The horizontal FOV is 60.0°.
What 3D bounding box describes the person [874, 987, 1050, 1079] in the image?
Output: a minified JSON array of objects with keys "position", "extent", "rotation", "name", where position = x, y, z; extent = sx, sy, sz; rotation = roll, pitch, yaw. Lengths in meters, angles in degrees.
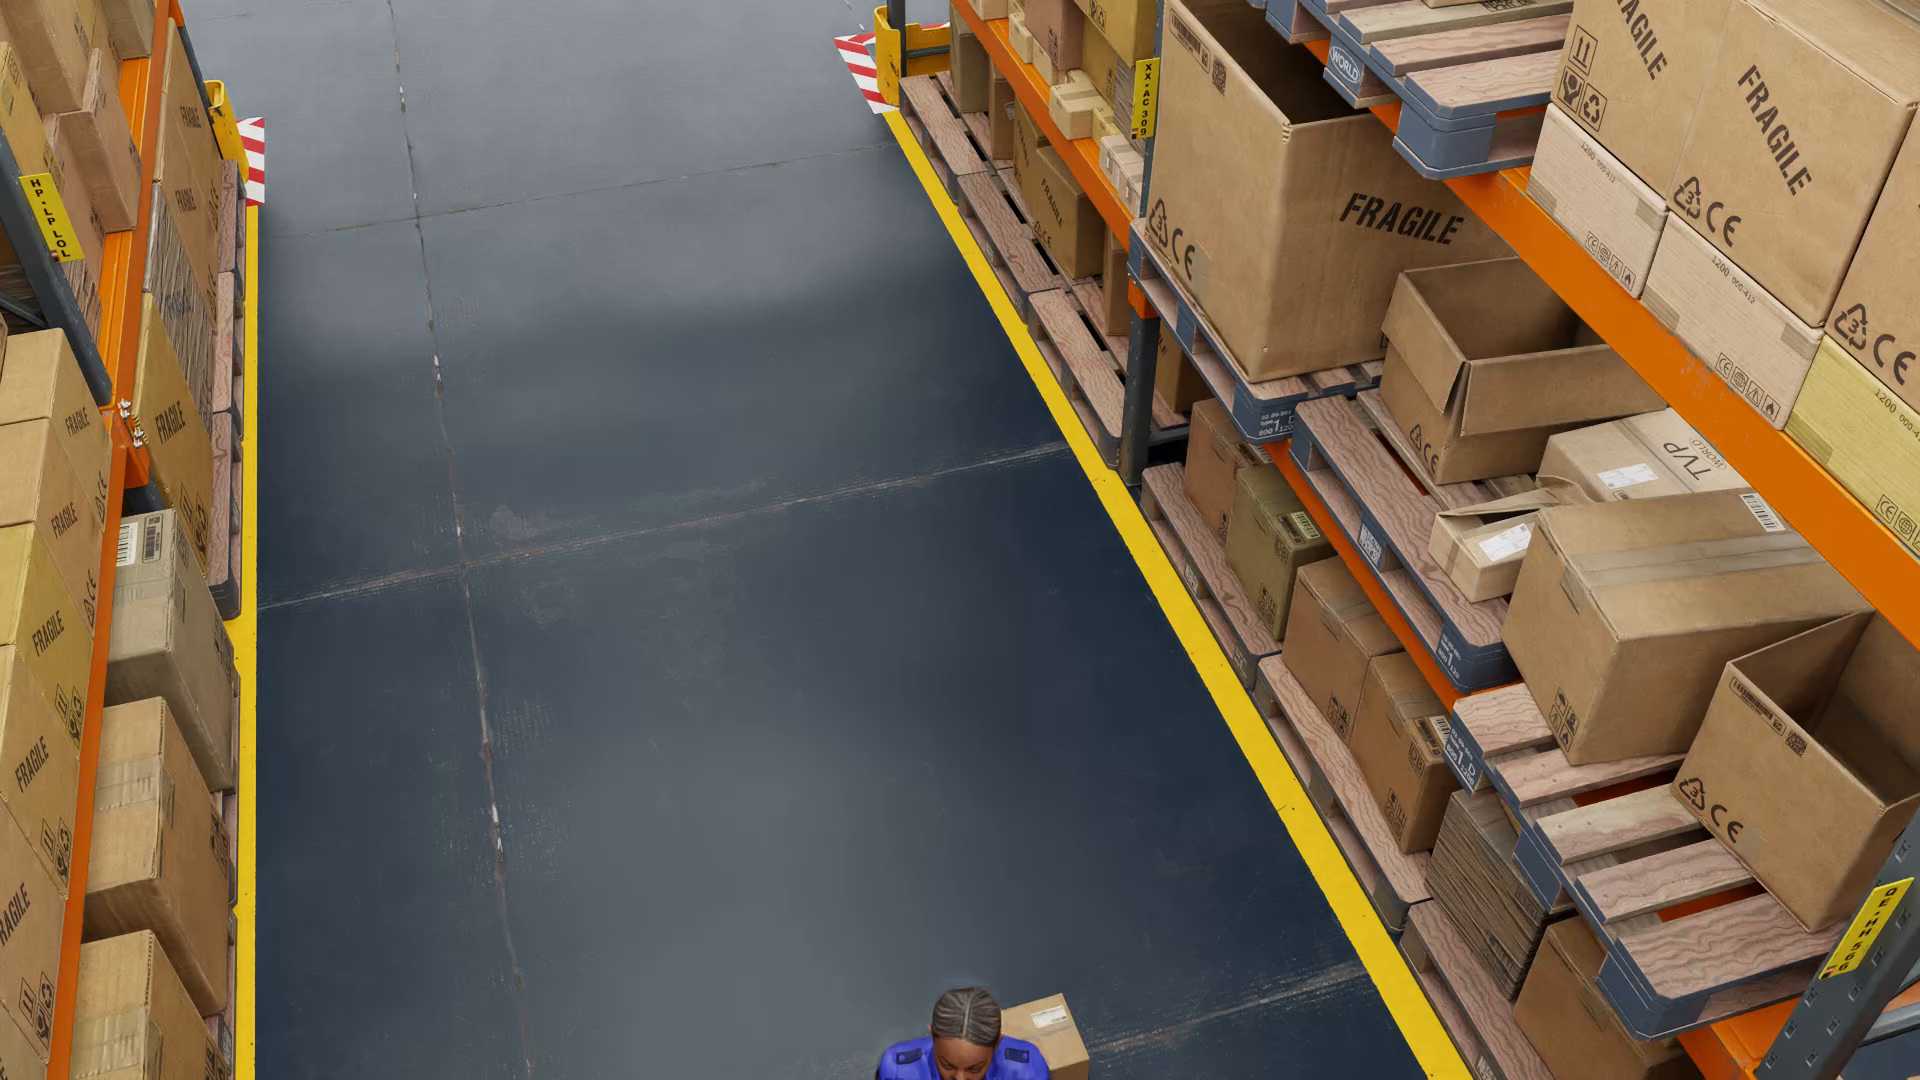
[{"position":[0.023,1.727,4.274],"extent":[0.458,1.644,0.880],"rotation":[-4,43,-4],"name":"person"}]
